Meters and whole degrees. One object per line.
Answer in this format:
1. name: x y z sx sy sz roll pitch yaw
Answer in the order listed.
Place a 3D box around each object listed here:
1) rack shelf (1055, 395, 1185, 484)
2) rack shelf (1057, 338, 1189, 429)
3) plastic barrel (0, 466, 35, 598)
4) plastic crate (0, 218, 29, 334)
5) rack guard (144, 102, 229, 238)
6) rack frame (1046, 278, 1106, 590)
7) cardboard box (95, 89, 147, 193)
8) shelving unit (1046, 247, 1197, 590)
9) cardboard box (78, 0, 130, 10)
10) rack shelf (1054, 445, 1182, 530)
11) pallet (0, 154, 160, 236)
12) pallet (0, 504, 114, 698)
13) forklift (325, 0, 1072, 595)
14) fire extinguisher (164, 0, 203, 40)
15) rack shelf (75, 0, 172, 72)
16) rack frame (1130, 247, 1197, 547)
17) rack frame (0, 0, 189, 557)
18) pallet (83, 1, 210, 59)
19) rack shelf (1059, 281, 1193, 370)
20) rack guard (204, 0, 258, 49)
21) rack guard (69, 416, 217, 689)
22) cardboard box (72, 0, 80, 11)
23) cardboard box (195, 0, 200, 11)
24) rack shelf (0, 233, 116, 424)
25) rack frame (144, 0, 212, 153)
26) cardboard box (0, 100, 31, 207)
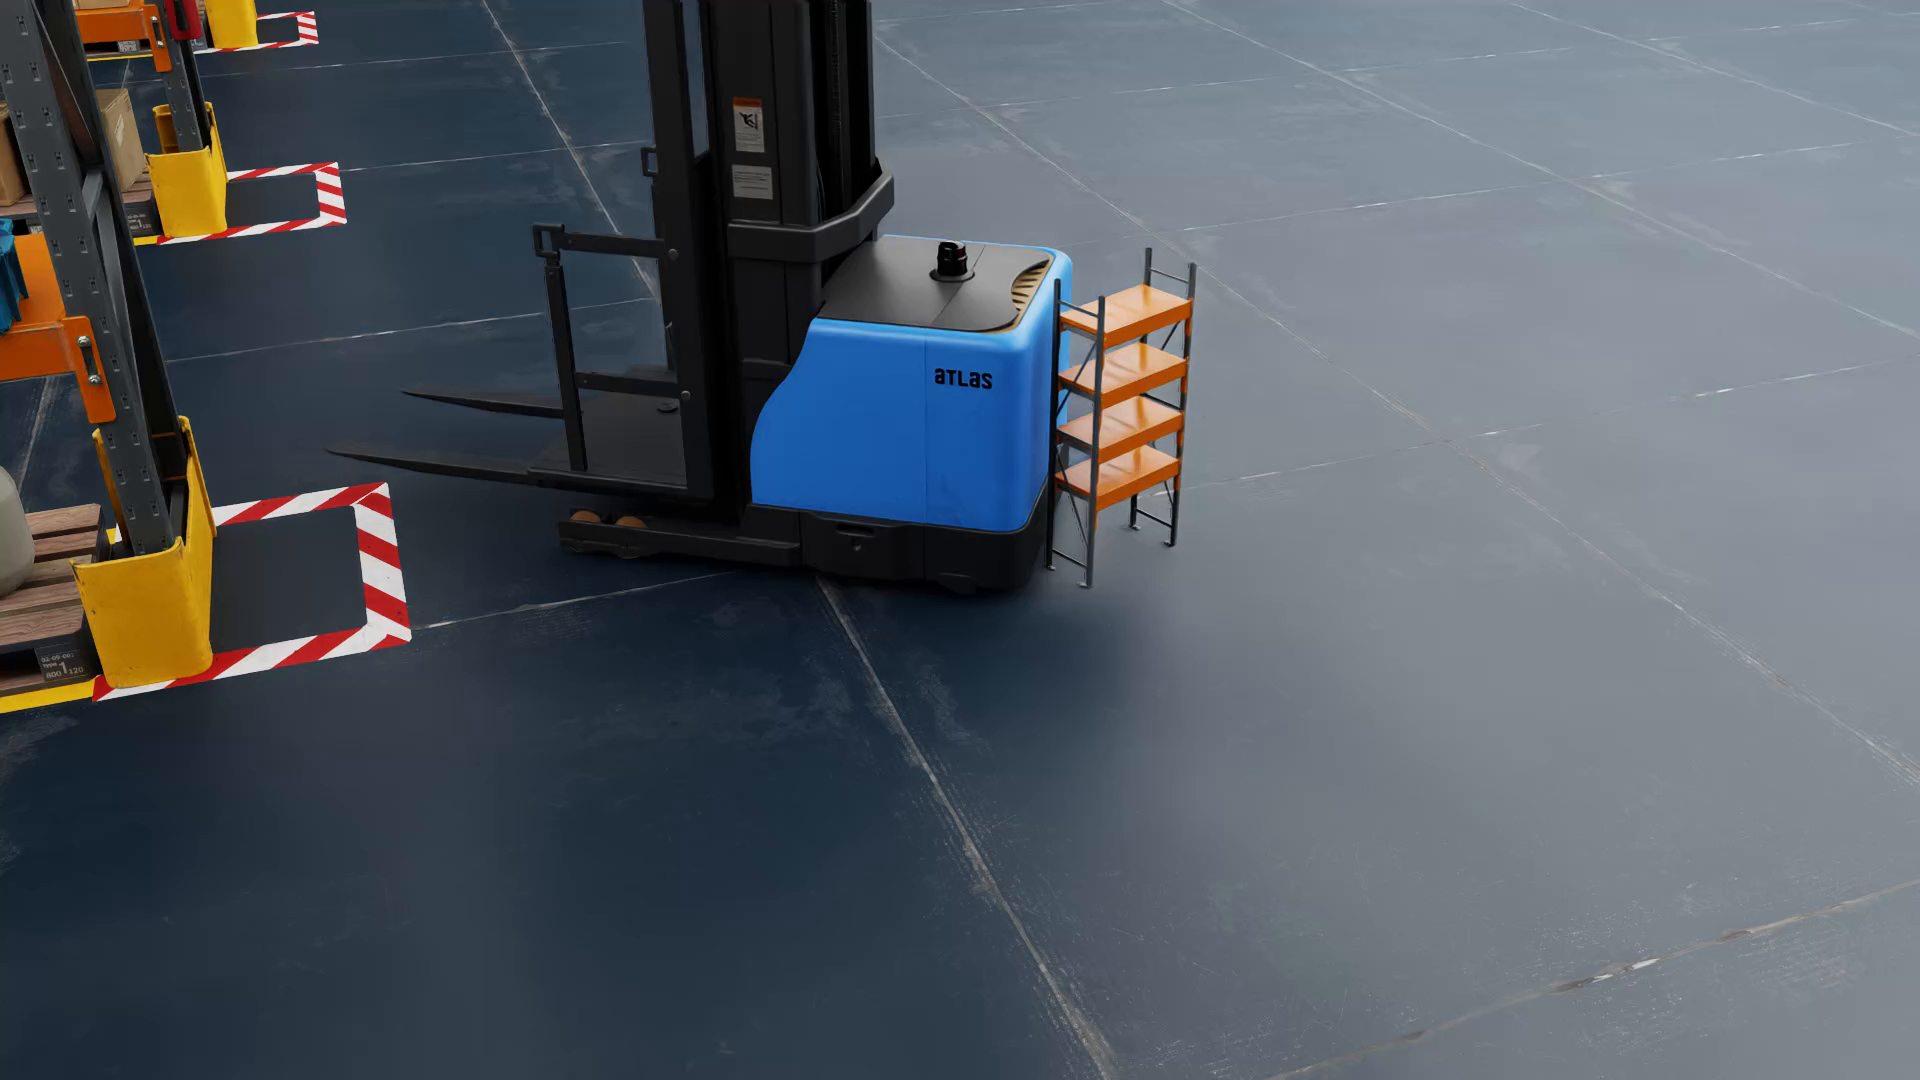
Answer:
1. rack shelf: 0.605 -0.398 6.373 0.480 0.148 0.258 -24 38 -36
2. rack shelf: 0.605 -0.593 6.262 0.480 0.148 0.258 -24 38 -36
3. plastic barrel: -3.565 -0.059 5.913 0.421 0.512 0.421 0 30 0
4. plastic crate: -3.339 -0.817 5.304 0.616 0.251 0.499 -10 31 -18
5. rack guard: -4.773 -2.306 10.292 0.348 0.500 1.175 -10 31 -18
6. rack frame: 0.424 -0.375 6.197 0.015 1.200 0.240 -24 38 -36
7. cardboard box: -5.293 -2.401 10.035 0.500 0.500 0.500 -5 30 -8
8. shelving unit: 0.605 -0.457 6.340 0.503 1.200 0.258 -24 38 -36
9. cardboard box: -4.897 -3.151 9.504 0.250 0.149 0.380 -10 31 -18
10. rack shelf: 0.605 -0.226 6.471 0.480 0.148 0.258 -24 38 -36
11. pallet: -5.547 -2.056 10.146 1.213 0.211 1.003 -10 31 -18
12. pallet: -3.793 0.277 6.050 1.213 0.211 1.003 -10 31 -18
13. forklift: -1.114 -1.442 6.321 3.031 2.935 1.130 7 30 12
14. fire extinguisher: -4.434 -3.177 9.375 0.183 0.674 0.296 -10 31 -18
15. rack shelf: -6.576 -2.747 9.268 4.000 0.370 1.077 -10 31 -18
16. rack frame: 0.785 -0.538 6.482 0.015 1.200 0.240 -24 38 -36
17. rack frame: -2.975 -1.107 5.663 0.127 3.000 1.000 -10 31 -18
18. pallet: -7.059 -4.337 14.150 1.213 0.211 1.003 -10 31 -18
19. rack shelf: 0.605 -0.798 6.145 0.480 0.148 0.258 -24 38 -36
20. rack guard: -6.314 -4.641 14.392 0.348 0.500 1.175 -10 31 -18
21. rack guard: -3.030 0.014 6.220 0.348 0.500 1.175 -10 31 -18
22. cardboard box: -5.131 -3.108 9.429 0.250 0.149 0.380 -10 31 -18
23. cardboard box: -6.949 -4.835 13.929 0.875 0.875 0.875 -10 31 -17
24. rack shelf: -4.849 -0.449 5.235 4.000 0.370 1.077 -10 31 -18
25. rack frame: -4.702 -3.405 9.696 0.127 3.000 1.000 -10 31 -18
26. cardboard box: -5.841 -2.282 9.826 0.500 0.500 0.500 -3 30 -5
